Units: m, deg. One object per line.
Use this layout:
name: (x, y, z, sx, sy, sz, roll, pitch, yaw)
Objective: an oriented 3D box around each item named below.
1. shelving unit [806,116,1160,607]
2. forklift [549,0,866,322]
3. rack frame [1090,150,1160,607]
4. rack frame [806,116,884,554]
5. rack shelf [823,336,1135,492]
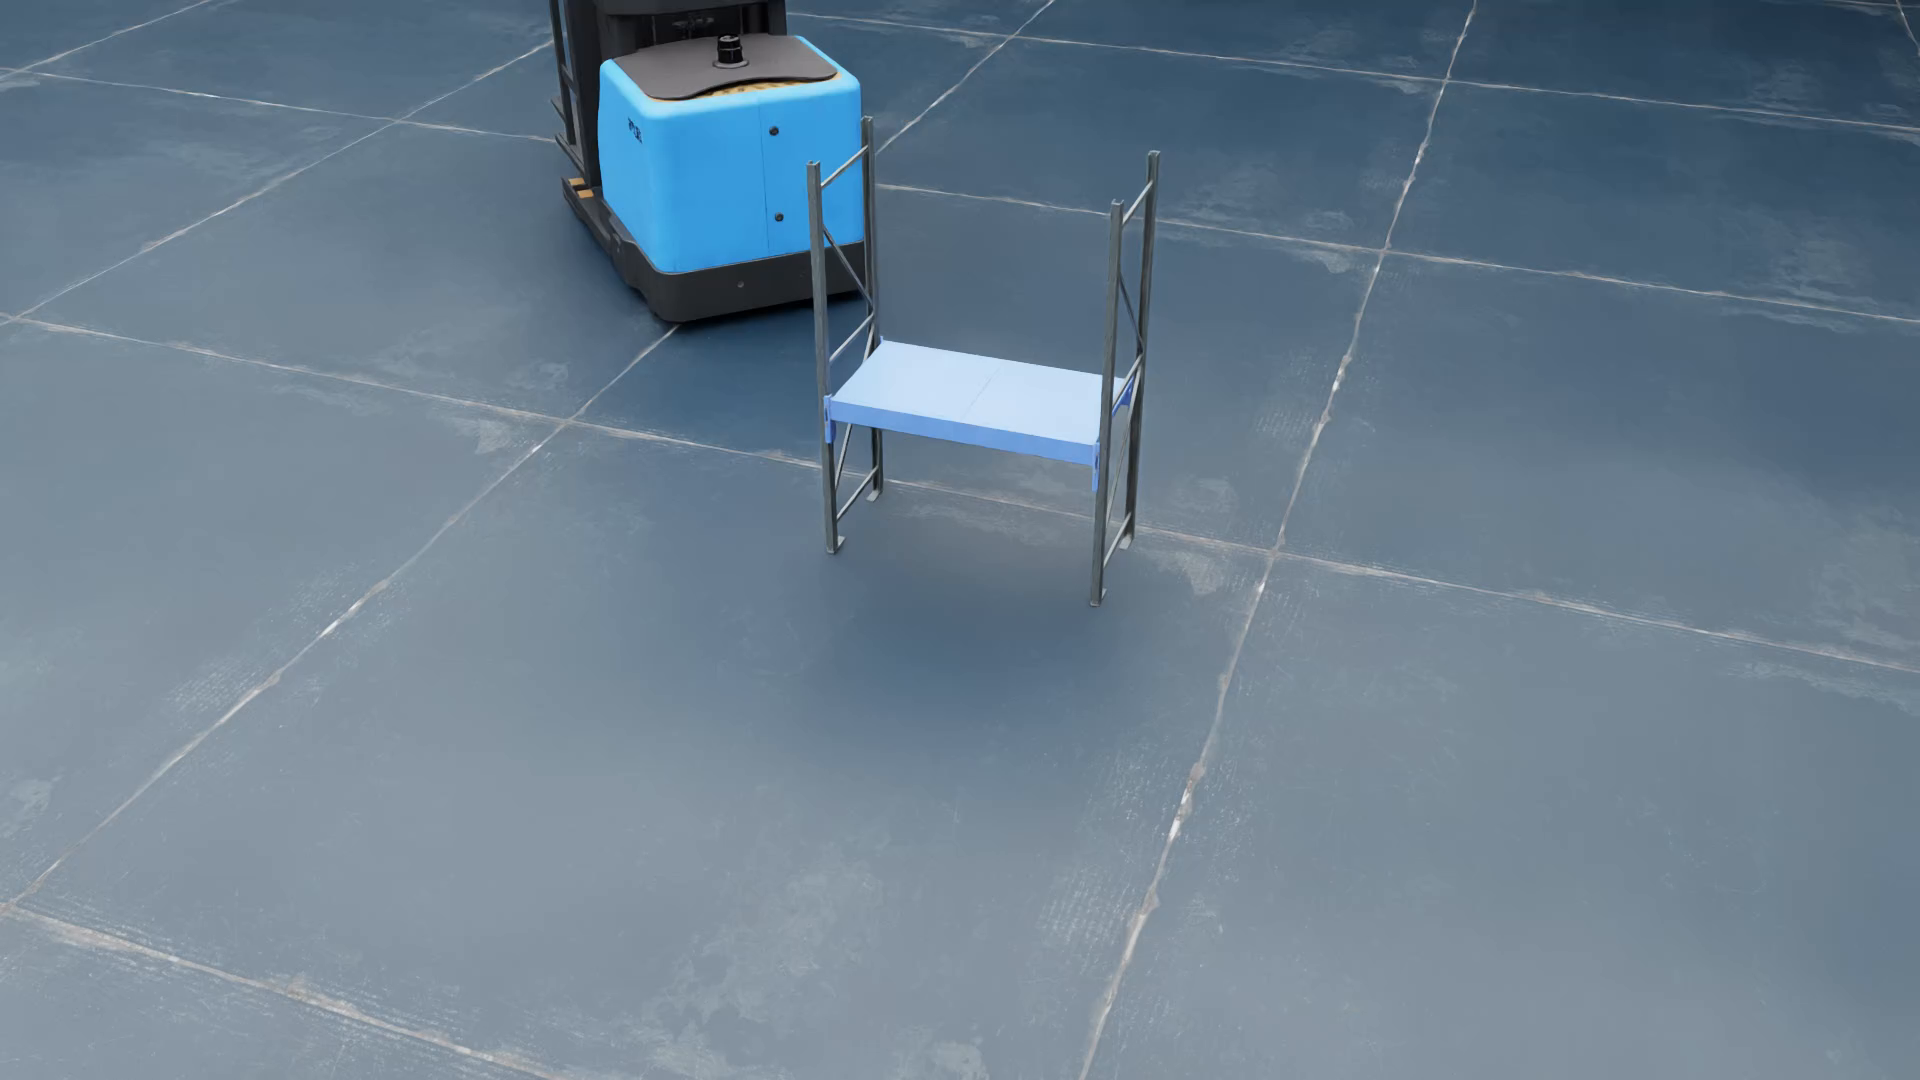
shelving unit: (0.080, -0.614, 5.819, 1.048, 1.500, 0.538, 11, 34, 16)
forklift: (-1.507, -3.023, 8.230, 1.130, 2.935, 3.031, -14, 35, -20)
rack frame: (0.559, -0.521, 5.675, 0.032, 1.500, 0.500, 11, 34, 16)
rack frame: (-0.398, -0.708, 5.963, 0.032, 1.500, 0.500, 11, 34, 16)
rack shelf: (0.080, -0.463, 5.917, 1.000, 0.185, 0.538, 11, 34, 16)
